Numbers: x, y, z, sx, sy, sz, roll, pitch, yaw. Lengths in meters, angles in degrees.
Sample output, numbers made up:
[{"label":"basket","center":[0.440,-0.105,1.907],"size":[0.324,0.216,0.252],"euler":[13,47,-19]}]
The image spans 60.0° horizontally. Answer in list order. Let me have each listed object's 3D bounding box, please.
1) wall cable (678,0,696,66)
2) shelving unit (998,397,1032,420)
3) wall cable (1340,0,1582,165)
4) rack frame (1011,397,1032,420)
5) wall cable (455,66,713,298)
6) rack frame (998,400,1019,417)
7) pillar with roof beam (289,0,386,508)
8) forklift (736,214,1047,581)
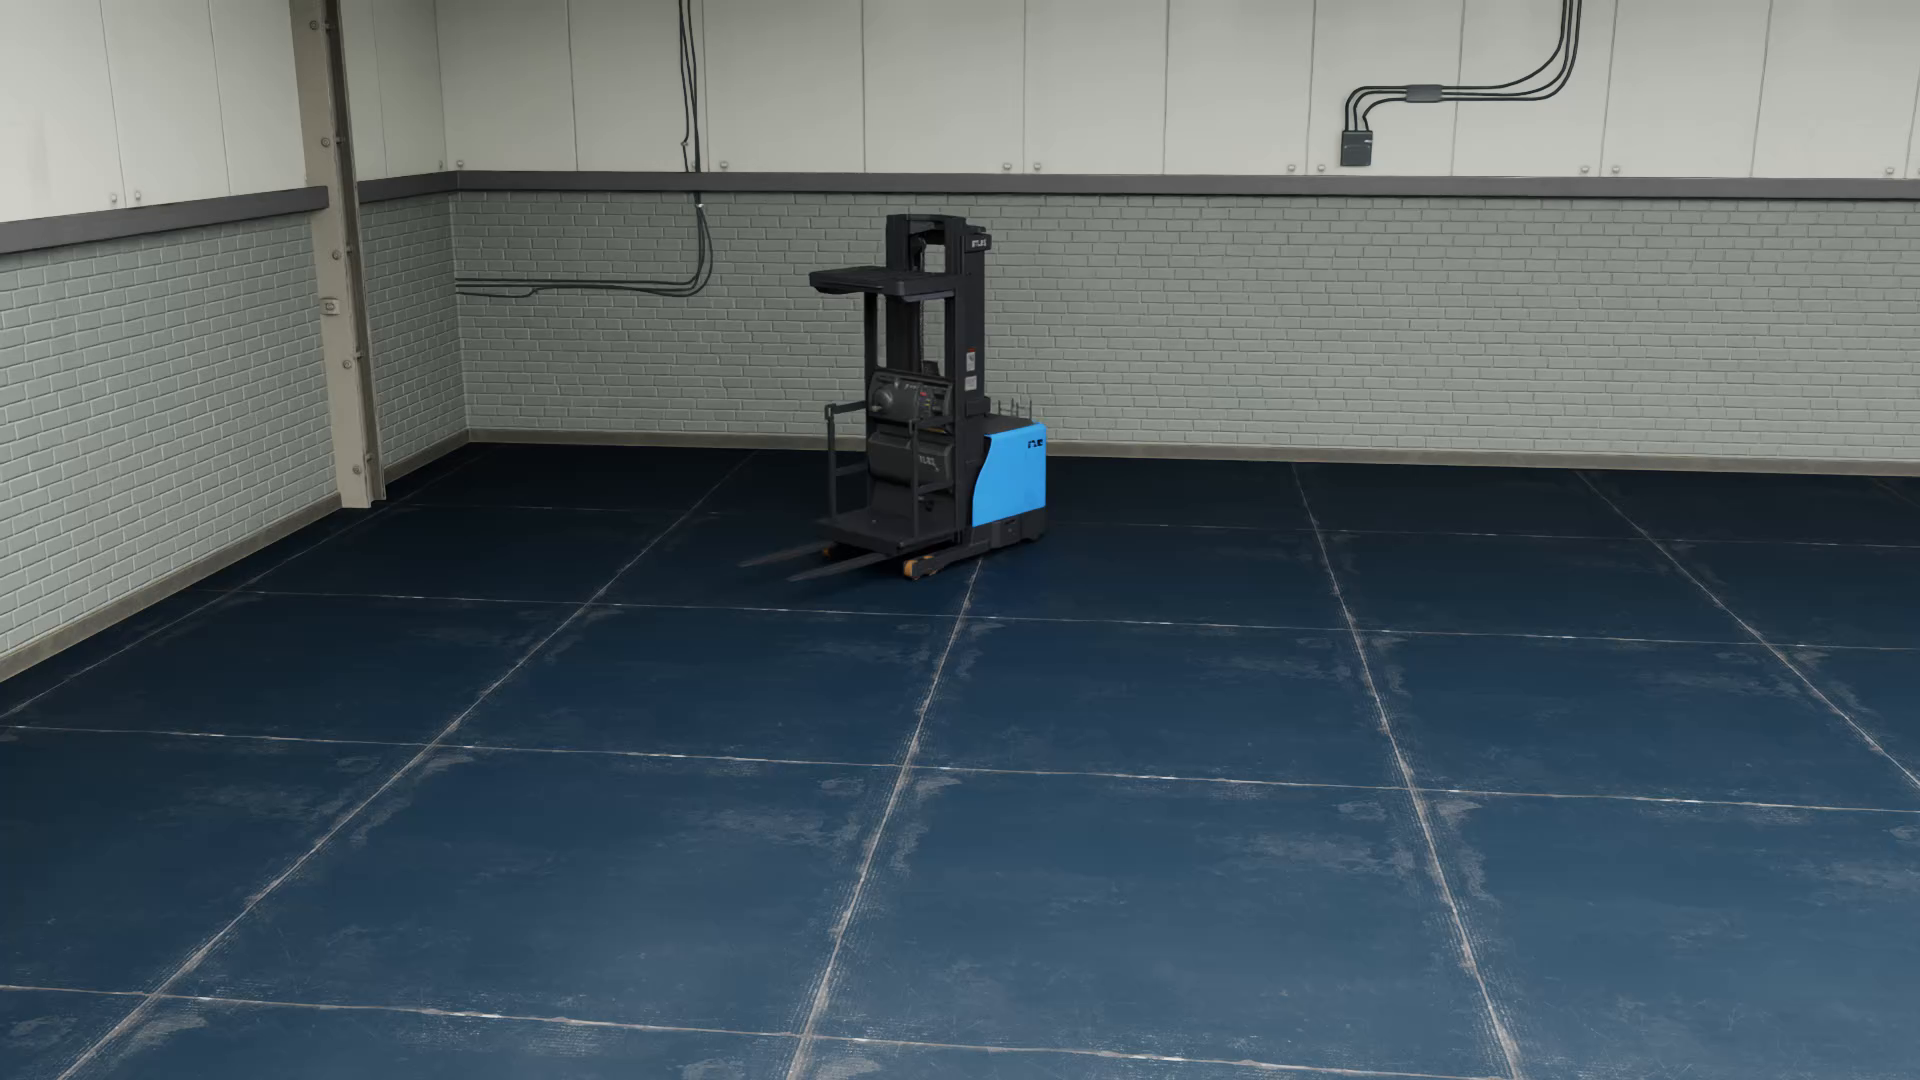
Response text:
[{"label":"wall cable","center":[-1.601,-6.298,17.487],"size":[3.097,2.526,0.112],"euler":[2,15,6]},{"label":"shelving unit","center":[0.507,-0.709,15.487],"size":[0.258,1.200,0.189],"euler":[13,20,40]},{"label":"wall cable","center":[5.142,-6.797,16.542],"size":[2.305,6.003,0.169],"euler":[2,15,6]},{"label":"rack frame","center":[0.568,-0.727,15.552],"size":[0.240,1.200,0.006],"euler":[13,20,40]},{"label":"wall cable","center":[-4.289,-3.940,18.441],"size":[3.097,2.526,0.112],"euler":[2,15,6]},{"label":"rack frame","center":[0.446,-0.692,15.421],"size":[0.240,1.200,0.006],"euler":[13,20,40]},{"label":"pillar with roof beam","center":[-1.658,-4.587,14.885],"size":[9.100,9.000,0.400],"euler":[2,15,6]},{"label":"forklift","center":[-0.566,-1.230,14.096],"size":[1.130,2.935,3.031],"euler":[13,20,40]}]
